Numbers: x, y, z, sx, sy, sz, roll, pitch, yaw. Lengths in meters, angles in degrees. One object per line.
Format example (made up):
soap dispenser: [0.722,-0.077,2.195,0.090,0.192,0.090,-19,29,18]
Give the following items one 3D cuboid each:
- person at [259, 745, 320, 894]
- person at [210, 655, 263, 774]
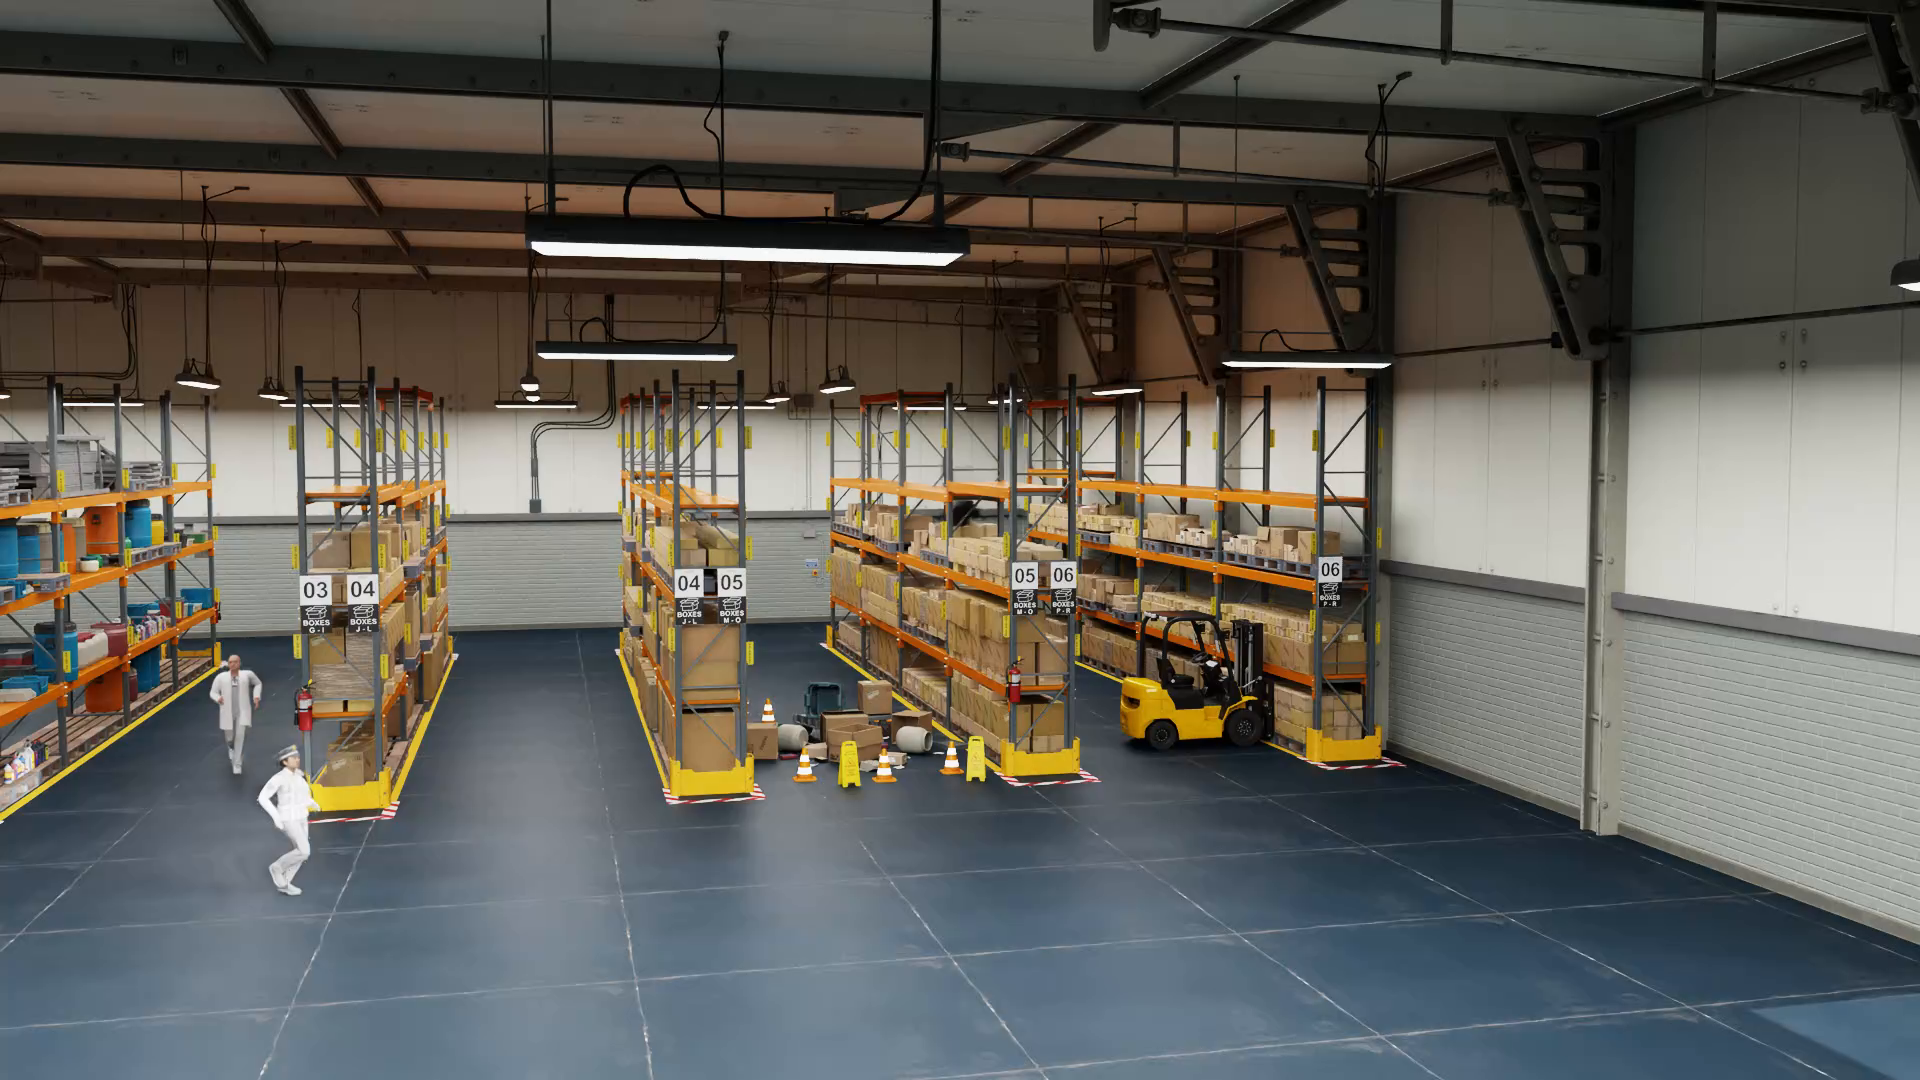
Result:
person: [-7.309,3.081,18.317,0.519,1.659,0.605,1,4,15]
person: [-10.963,2.655,25.192,0.724,1.657,1.079,-1,4,-19]
